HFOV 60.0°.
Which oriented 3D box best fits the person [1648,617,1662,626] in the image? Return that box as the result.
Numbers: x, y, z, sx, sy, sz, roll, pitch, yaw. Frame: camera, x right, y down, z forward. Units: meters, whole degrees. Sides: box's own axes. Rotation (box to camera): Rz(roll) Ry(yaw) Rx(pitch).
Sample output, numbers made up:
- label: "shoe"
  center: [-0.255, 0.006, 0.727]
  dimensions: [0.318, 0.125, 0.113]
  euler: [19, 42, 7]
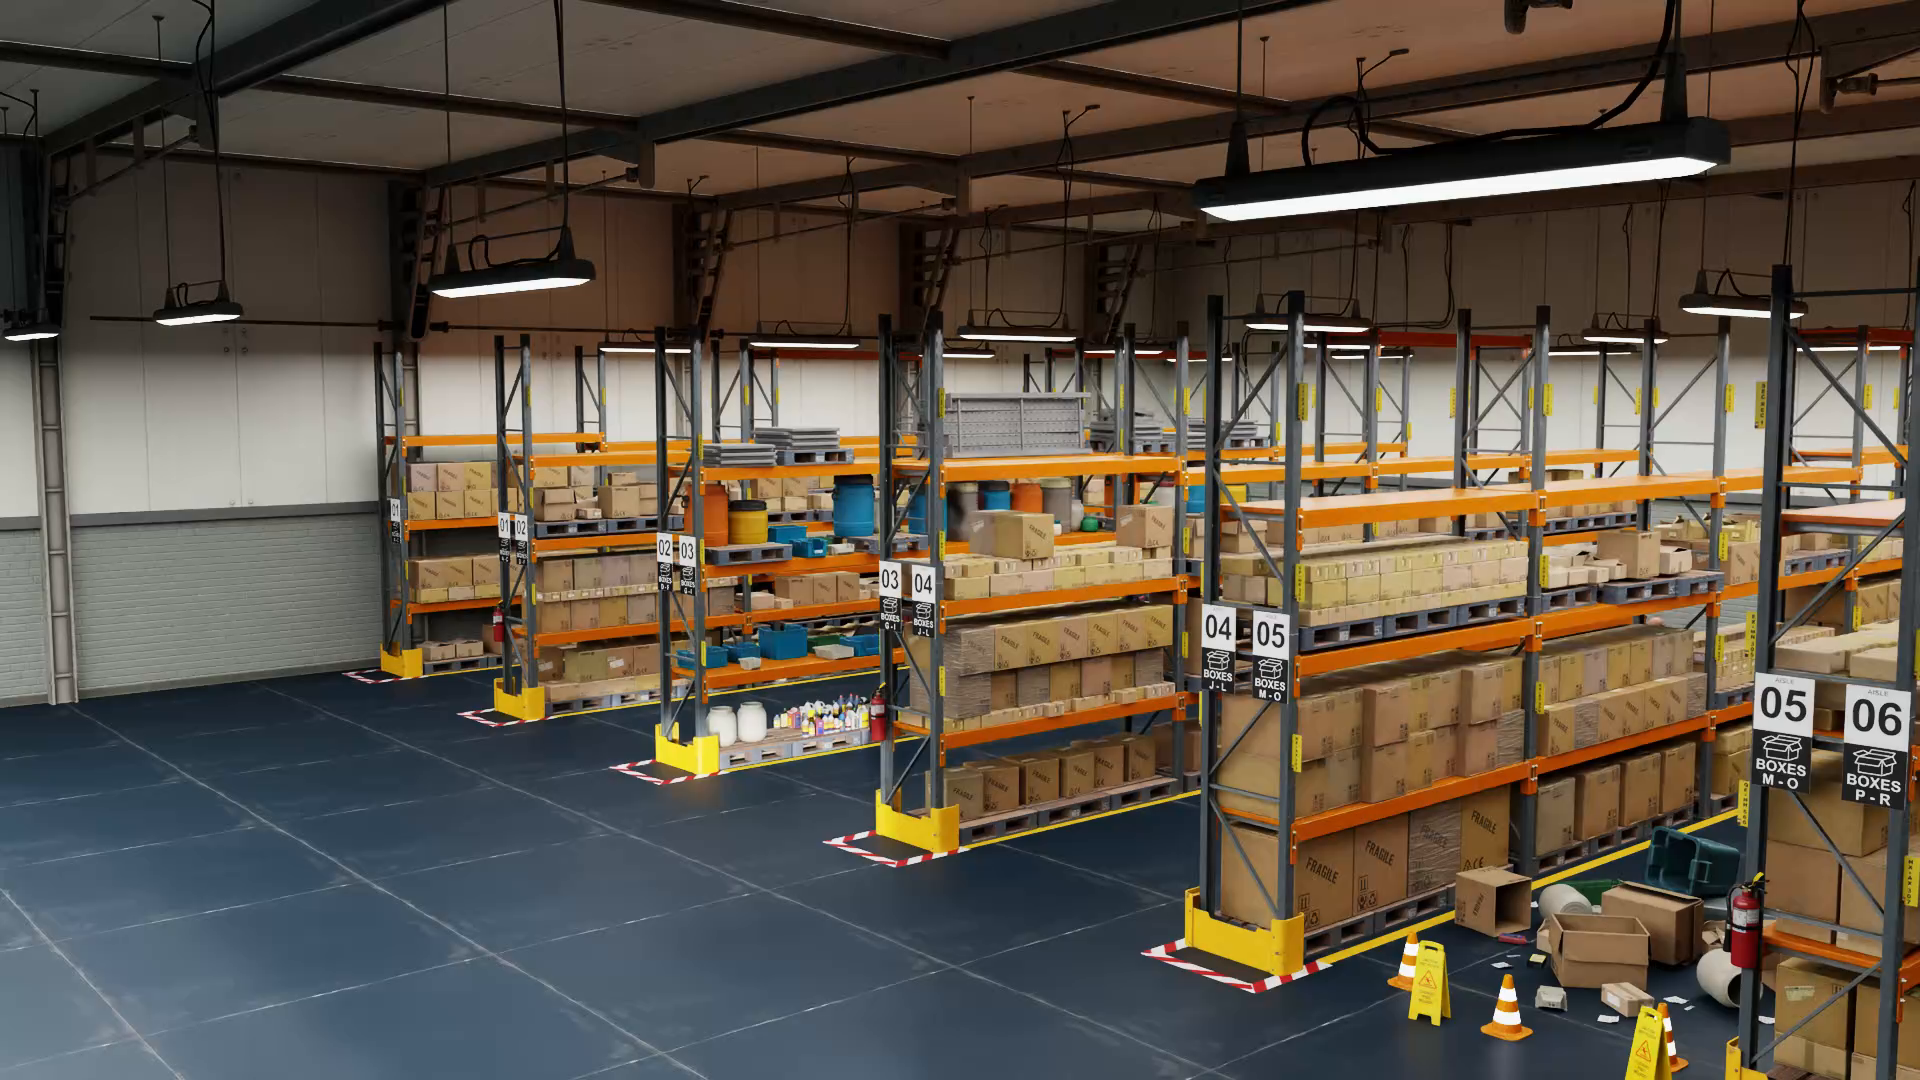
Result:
- label: "person"
  center: [10.633, 2.023, 25.418]
  dimensions: [0.992, 1.701, 0.547]
  euler: [-5, 7, -41]
